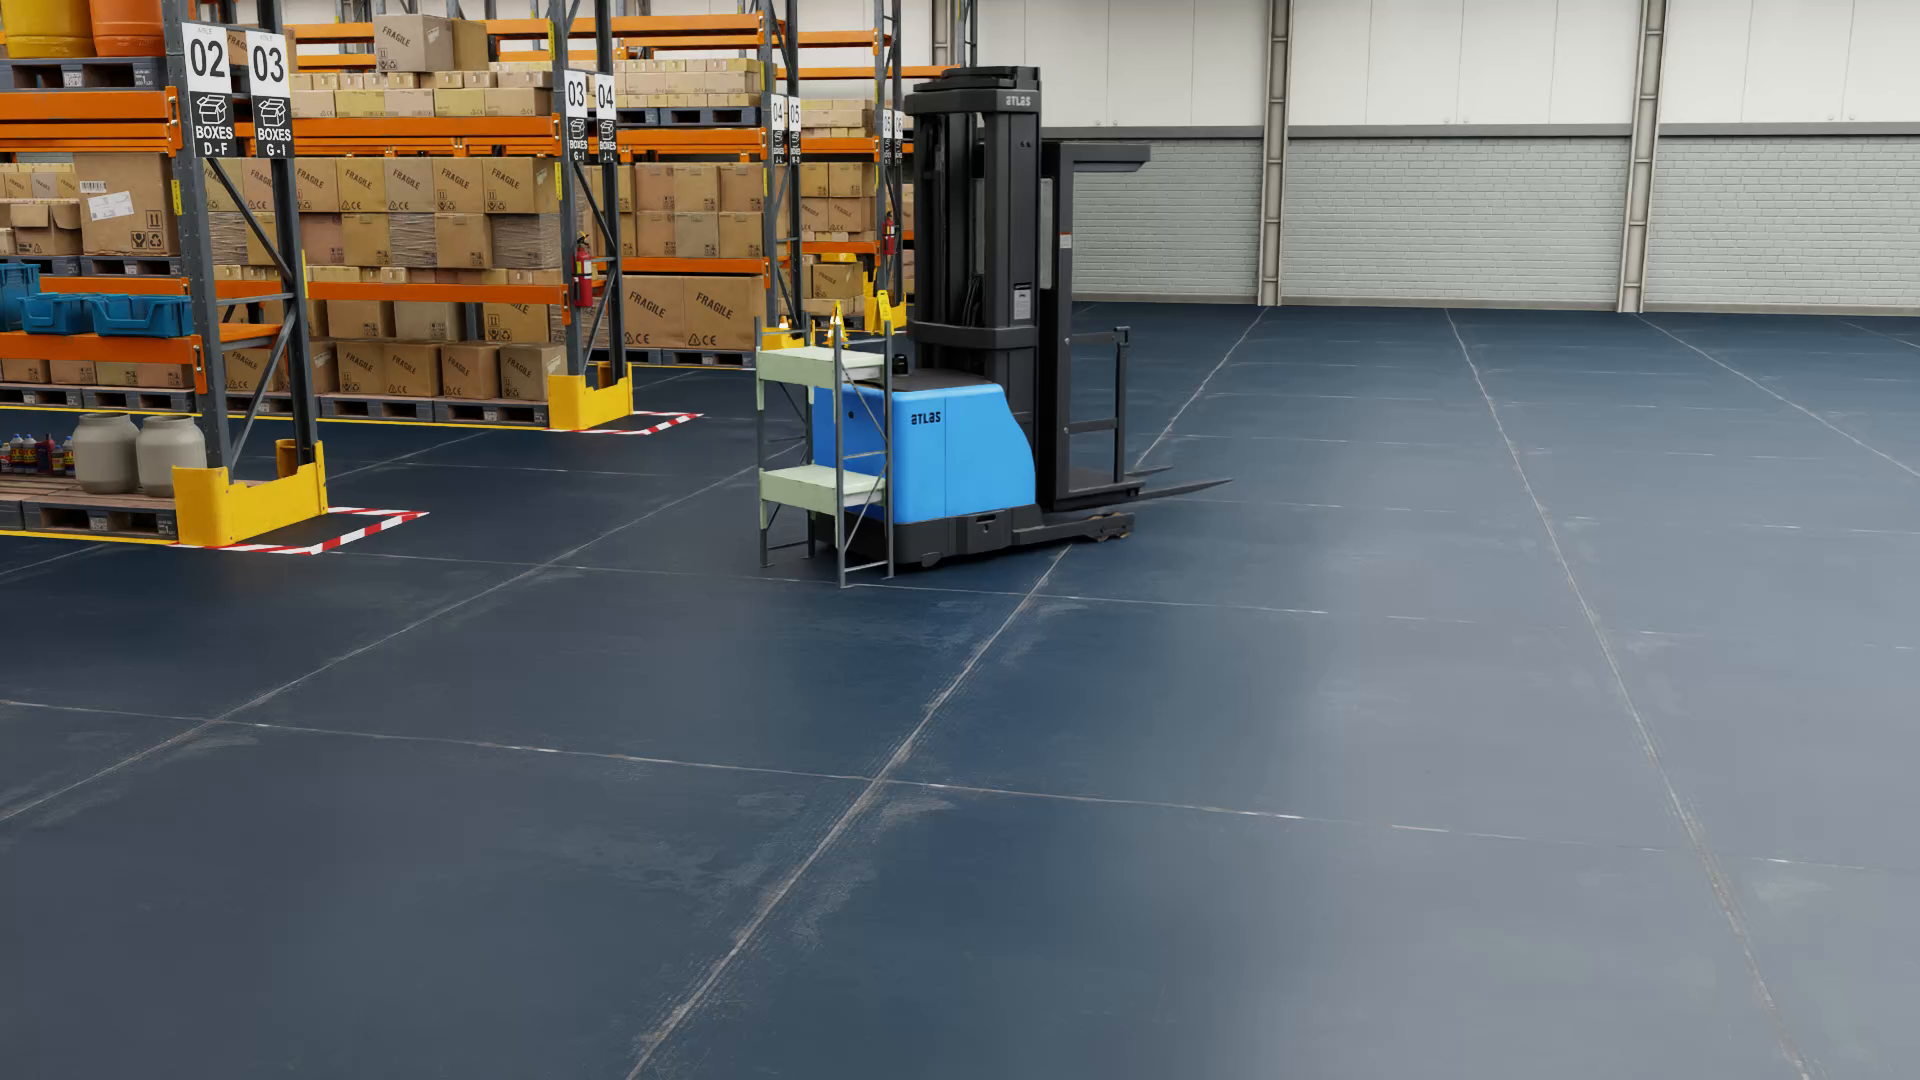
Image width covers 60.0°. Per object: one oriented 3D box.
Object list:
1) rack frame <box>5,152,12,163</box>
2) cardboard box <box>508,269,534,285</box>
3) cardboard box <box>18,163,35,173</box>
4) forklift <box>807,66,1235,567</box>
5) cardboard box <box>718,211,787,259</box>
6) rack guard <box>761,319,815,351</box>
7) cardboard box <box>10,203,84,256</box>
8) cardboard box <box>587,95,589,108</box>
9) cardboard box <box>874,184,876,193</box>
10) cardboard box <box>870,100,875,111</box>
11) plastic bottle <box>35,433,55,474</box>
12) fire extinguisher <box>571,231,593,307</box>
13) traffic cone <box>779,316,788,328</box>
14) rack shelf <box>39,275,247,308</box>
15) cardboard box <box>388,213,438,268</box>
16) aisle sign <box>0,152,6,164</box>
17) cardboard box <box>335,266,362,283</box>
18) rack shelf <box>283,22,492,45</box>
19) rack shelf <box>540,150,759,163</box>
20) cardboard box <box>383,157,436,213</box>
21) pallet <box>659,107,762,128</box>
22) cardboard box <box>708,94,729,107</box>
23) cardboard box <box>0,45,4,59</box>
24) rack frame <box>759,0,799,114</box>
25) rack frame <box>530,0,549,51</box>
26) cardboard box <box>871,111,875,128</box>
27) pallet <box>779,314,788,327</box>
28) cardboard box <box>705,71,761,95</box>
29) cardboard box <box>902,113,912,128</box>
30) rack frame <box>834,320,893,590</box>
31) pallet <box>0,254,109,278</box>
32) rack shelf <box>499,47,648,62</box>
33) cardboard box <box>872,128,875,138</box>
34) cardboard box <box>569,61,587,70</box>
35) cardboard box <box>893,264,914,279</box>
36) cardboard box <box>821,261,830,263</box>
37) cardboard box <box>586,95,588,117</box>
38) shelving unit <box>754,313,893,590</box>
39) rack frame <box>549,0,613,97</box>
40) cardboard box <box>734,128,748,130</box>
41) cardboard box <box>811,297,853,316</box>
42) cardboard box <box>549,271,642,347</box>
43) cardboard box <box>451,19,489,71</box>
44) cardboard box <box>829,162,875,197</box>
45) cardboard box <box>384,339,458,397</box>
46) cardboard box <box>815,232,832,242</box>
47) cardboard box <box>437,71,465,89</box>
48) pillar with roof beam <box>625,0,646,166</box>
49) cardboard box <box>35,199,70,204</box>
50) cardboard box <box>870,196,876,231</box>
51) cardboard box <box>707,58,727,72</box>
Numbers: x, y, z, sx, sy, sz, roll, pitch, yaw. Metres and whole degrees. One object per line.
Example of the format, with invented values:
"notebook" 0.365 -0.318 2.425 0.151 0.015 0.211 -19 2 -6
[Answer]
"rack frame" -16.587 -5.511 28.648 0.127 3.000 1.000 3 13 14
"cardboard box" -3.996 -2.459 15.470 0.250 0.149 0.380 3 13 14
"cardboard box" -15.553 -6.242 27.906 0.250 0.149 0.380 3 13 12
"forklift" 0.517 -1.500 10.729 3.031 2.935 1.130 -9 16 -36
"cardboard box" -2.512 -3.718 20.218 0.550 0.550 0.875 3 13 14
"rack guard" -2.118 -2.413 20.456 0.348 0.500 1.175 3 13 14
"cardboard box" -9.016 -3.130 16.710 0.637 0.503 0.797 4 13 19
"cardboard box" -4.516 -5.282 20.069 0.250 0.149 0.380 3 13 14
"cardboard box" -1.529 -6.255 29.586 0.250 0.149 0.380 3 13 15
"cardboard box" -1.349 -6.473 24.798 0.250 0.149 0.380 3 13 13
"plastic bottle" -6.515 -0.619 11.855 0.133 0.283 0.061 3 13 14
"fire extinguisher" -3.427 -2.456 15.058 0.183 0.674 0.296 3 13 14
"traffic cone" -2.316 -2.722 21.935 0.334 0.463 0.336 3 13 14
"rack shelf" -9.253 -2.557 16.994 4.000 0.370 1.077 3 13 14
"cardboard box" -4.944 -2.861 15.786 0.500 0.500 0.875 3 13 14
"aisle sign" -16.583 -6.849 28.677 0.004 0.787 0.394 3 13 14
"cardboard box" -5.715 -2.532 15.802 0.250 0.149 0.380 3 13 14
"rack shelf" -7.966 -6.328 21.065 4.000 0.370 1.077 3 13 14
"rack shelf" -5.693 -7.149 30.768 4.000 0.370 1.077 3 13 14
"cardboard box" -4.992 -3.307 15.487 0.500 0.500 0.500 3 13 14
"pallet" -2.864 -5.092 20.039 1.213 0.211 1.003 3 13 14
"cardboard box" -2.790 -5.189 19.653 0.250 0.149 0.380 3 13 14
"cardboard box" -9.818 -4.639 16.407 0.500 0.500 0.500 3 13 12
"rack frame" -2.141 -6.563 19.541 0.127 3.000 1.000 3 13 14
"rack frame" -7.635 -9.069 30.833 0.127 3.000 1.000 3 13 14
"cardboard box" -1.478 -6.299 24.935 0.500 0.250 0.500 3 13 13
"pallet" -3.088 -3.437 25.737 1.213 0.211 1.003 3 13 14
"cardboard box" -2.683 -5.391 19.643 0.500 0.250 0.500 3 13 14
"cardboard box" -0.991 -7.370 29.210 0.258 0.266 0.396 3 13 14
"rack frame" -0.543 -0.480 9.437 0.400 1.500 0.023 -12 17 -42
"pallet" -9.263 -2.824 16.981 1.213 0.211 1.003 3 13 14
"rack shelf" -6.878 -7.374 25.781 4.000 0.370 1.077 3 13 14
"cardboard box" -1.297 -6.108 24.993 0.250 0.149 0.380 3 13 14
"cardboard box" -4.517 -5.671 19.982 0.250 0.149 0.380 3 13 13
"cardboard box" -0.899 -4.819 29.755 0.500 0.250 0.500 3 13 13
"cardboard box" -2.302 -4.037 25.651 0.500 0.500 0.500 3 13 11
"cardboard box" -3.833 -4.067 15.562 0.500 0.250 0.500 3 13 15
"shelving unit" -0.794 -0.538 9.697 0.431 1.500 0.755 -12 17 -42
"rack frame" -3.428 -5.526 14.863 0.127 3.000 1.000 3 13 14
"cardboard box" -3.193 -6.082 24.876 0.250 0.149 0.380 3 13 14
"cardboard box" -1.926 -3.530 25.098 0.500 0.250 0.500 3 13 13
"cardboard box" -4.555 -2.917 20.890 0.875 0.875 0.875 3 13 14
"cardboard box" -4.804 -4.633 15.694 0.500 0.500 0.500 3 13 13
"cardboard box" -1.601 -5.344 24.667 0.500 0.500 0.700 3 13 12
"cardboard box" -5.222 -1.678 16.172 0.500 0.500 0.500 4 13 19
"cardboard box" -1.984 -4.540 24.852 0.250 0.149 0.380 3 13 13
"cardboard box" -4.538 -4.169 15.098 0.250 0.149 0.380 3 13 14
"pillar with roof beam" -7.184 -8.285 27.302 0.400 9.000 9.100 3 13 14
"cardboard box" -12.001 -4.433 22.025 0.250 0.149 0.380 3 13 15
"cardboard box" -1.447 -4.958 25.236 0.500 0.500 0.500 3 13 13
"cardboard box" -2.791 -5.579 19.567 0.250 0.149 0.380 3 13 14
